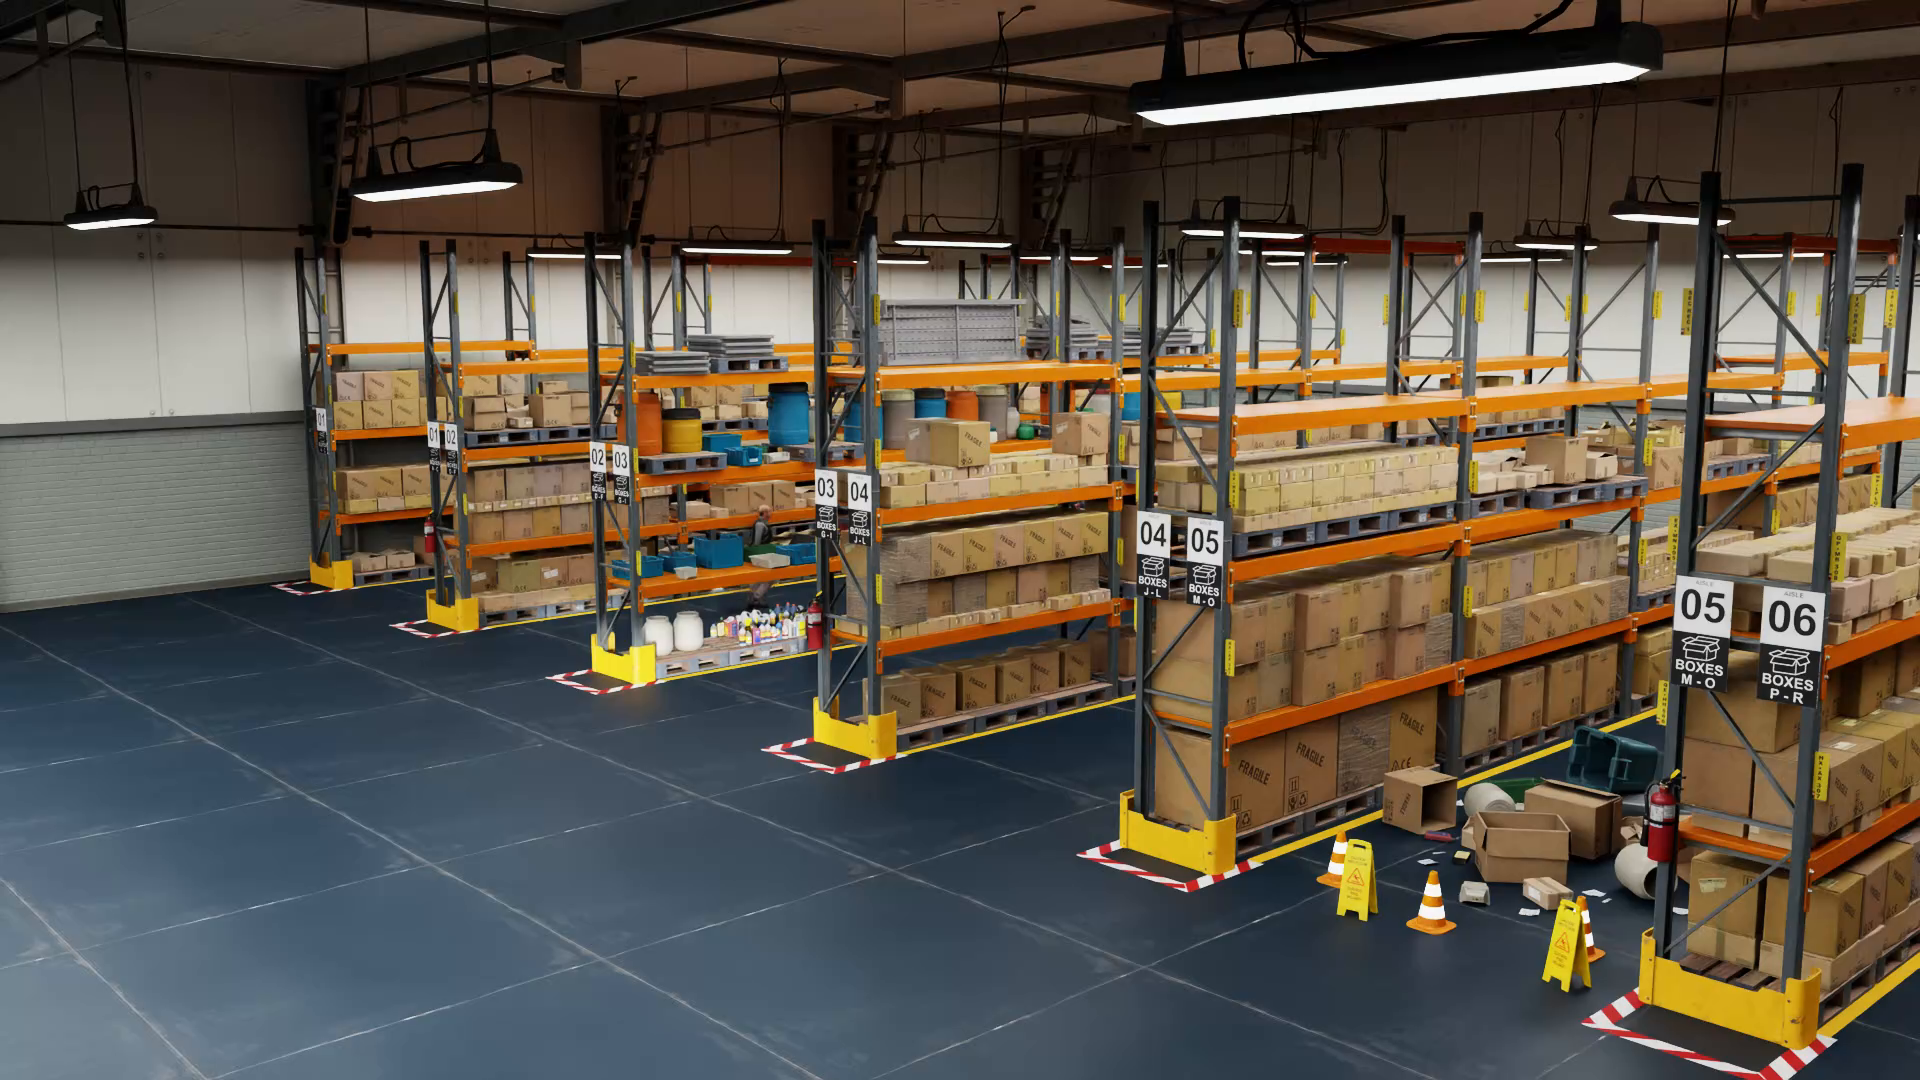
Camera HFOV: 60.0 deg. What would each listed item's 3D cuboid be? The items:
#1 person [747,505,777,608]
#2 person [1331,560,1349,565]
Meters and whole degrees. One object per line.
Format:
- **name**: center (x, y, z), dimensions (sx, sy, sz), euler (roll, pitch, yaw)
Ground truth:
- **person**: center (-3.314, 0.271, 27.587), dimensions (0.495, 1.704, 0.562), euler (-4, 9, -23)
- **person**: center (5.416, 0.987, 22.984), dimensions (0.706, 1.659, 0.752), euler (-6, 10, -34)
